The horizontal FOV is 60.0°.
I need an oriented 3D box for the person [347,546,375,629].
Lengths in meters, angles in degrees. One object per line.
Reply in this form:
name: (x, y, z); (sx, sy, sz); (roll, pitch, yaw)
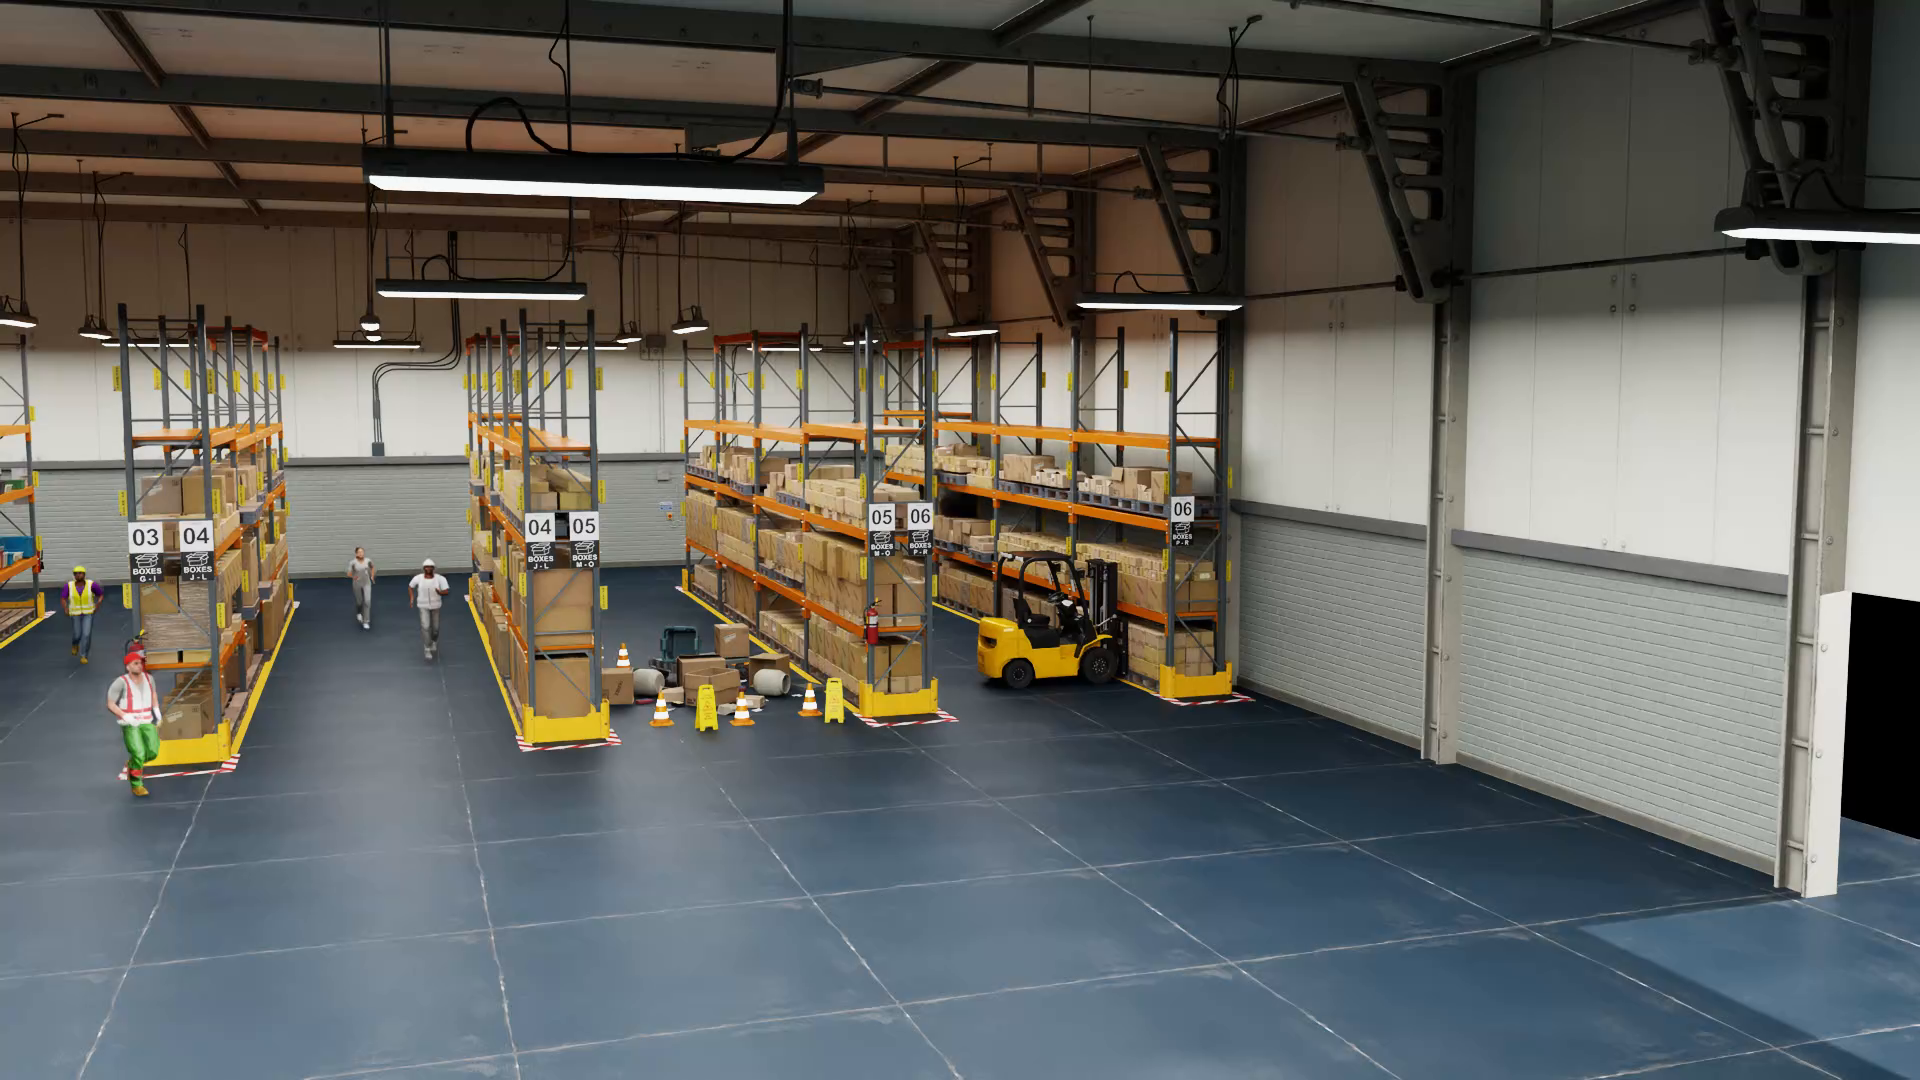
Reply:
person: (-12.263, 0.947, 34.077); (0.557, 1.659, 0.938); (-2, 6, -24)

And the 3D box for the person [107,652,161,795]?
person: (-10.045, 2.221, 20.257); (0.632, 1.741, 0.678); (3, 6, 29)

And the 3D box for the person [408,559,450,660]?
person: (-9.634, 1.229, 30.210); (0.687, 1.767, 0.969); (-2, 6, -23)

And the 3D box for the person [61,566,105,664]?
person: (-15.709, 1.325, 29.798); (0.698, 1.741, 0.662); (-3, 6, -26)
